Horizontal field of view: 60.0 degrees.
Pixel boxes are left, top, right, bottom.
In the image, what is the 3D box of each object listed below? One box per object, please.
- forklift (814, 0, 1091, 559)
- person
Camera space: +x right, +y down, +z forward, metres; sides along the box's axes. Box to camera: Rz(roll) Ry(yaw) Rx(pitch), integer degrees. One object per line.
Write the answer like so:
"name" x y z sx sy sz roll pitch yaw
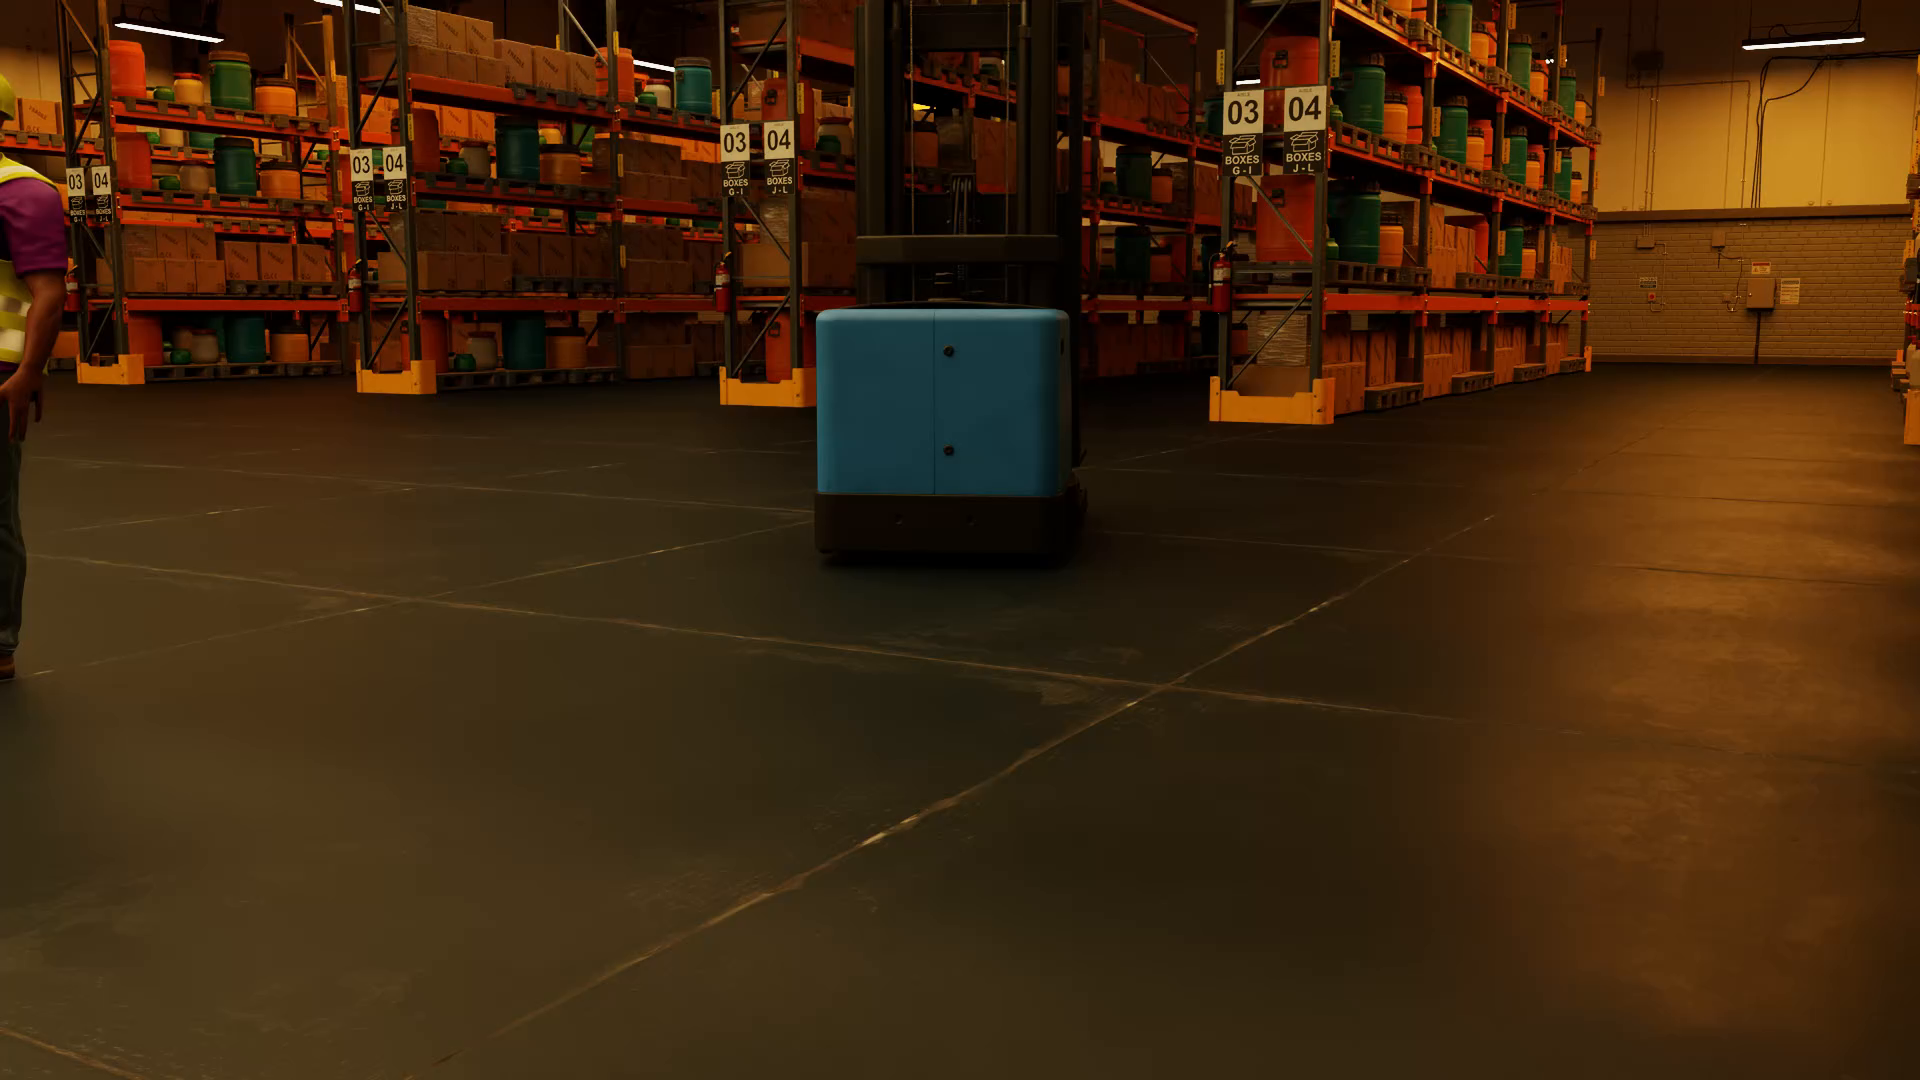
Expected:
"forklift" 0.072 -1.535 8.212 1.130 2.935 3.031 1 8 7
"person" -2.878 -0.469 4.698 0.665 1.768 0.575 3 9 24
